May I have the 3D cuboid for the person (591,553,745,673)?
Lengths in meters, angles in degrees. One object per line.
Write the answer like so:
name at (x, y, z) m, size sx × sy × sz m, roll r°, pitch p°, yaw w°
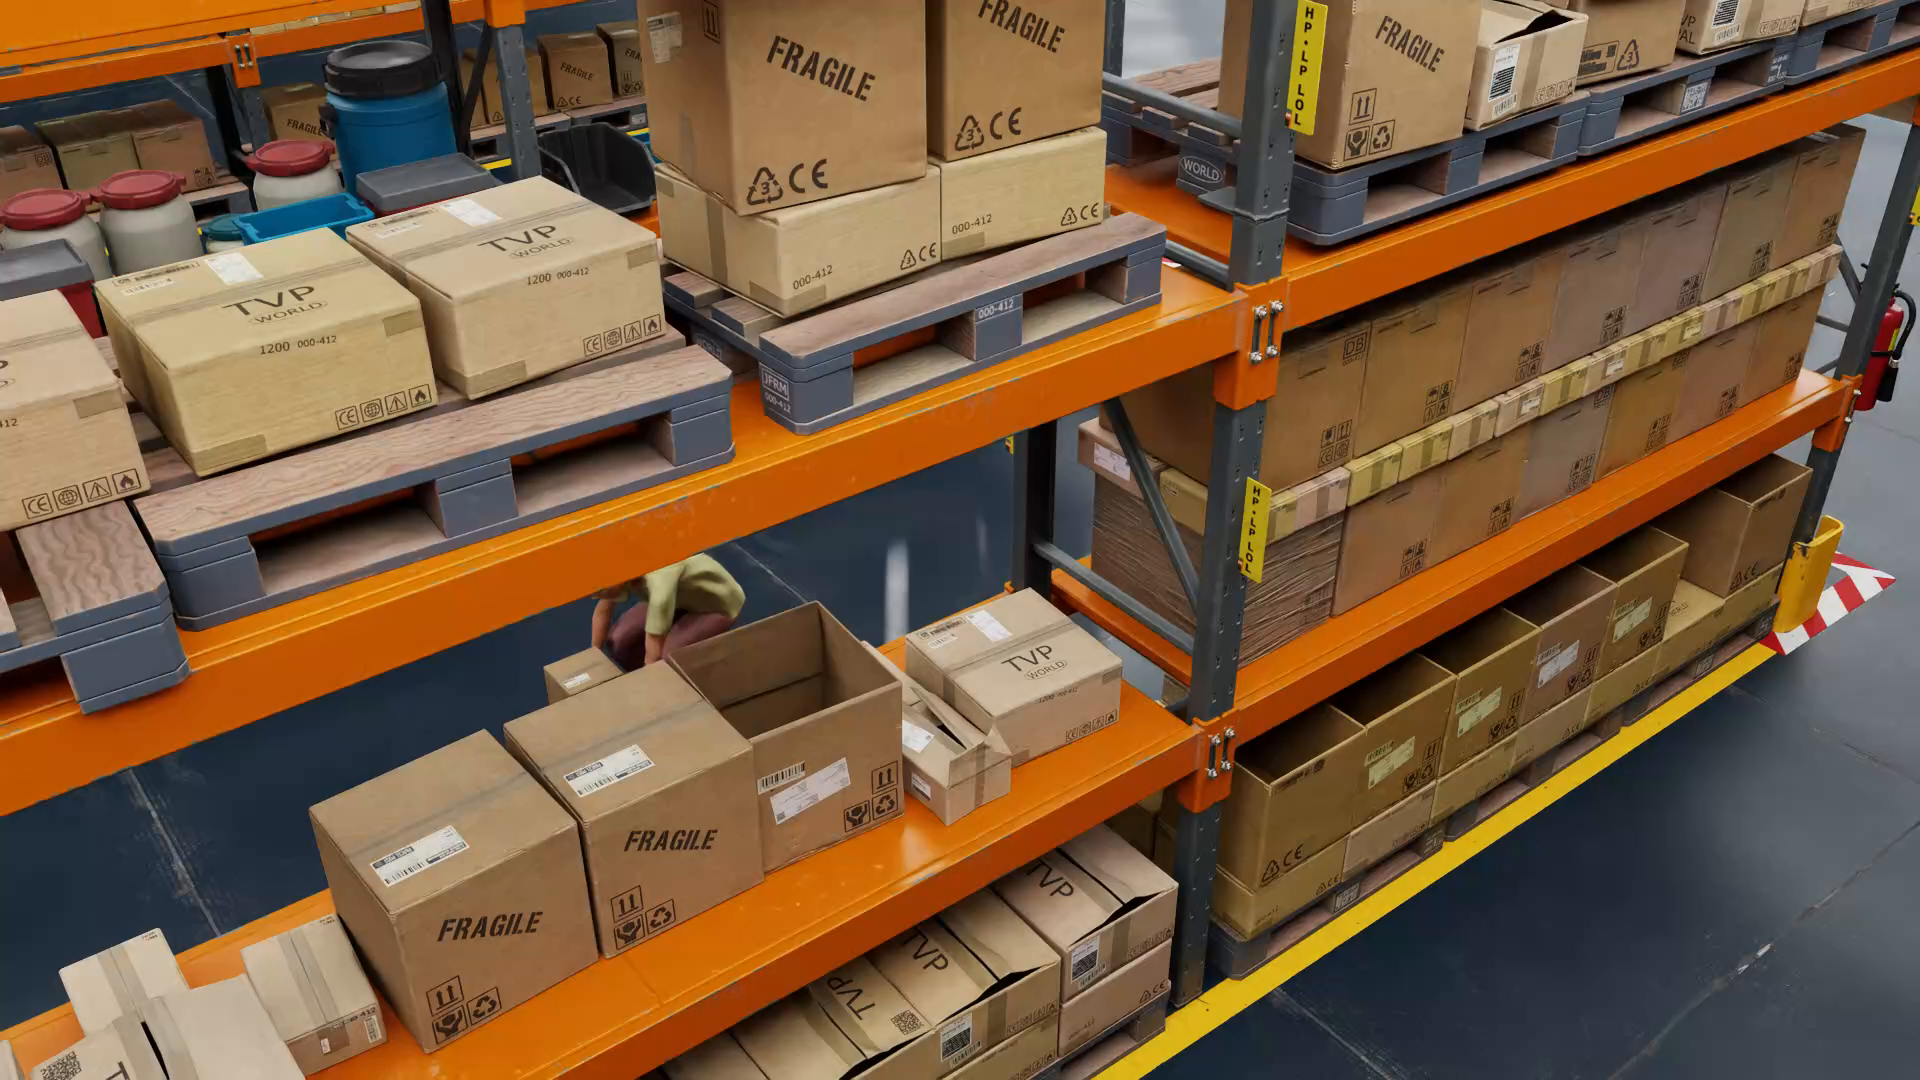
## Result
person at (-1.269, 0.374, 7.117) m, size 0.758 × 1.069 × 0.494 m, roll -23°, pitch 39°, yaw -31°
